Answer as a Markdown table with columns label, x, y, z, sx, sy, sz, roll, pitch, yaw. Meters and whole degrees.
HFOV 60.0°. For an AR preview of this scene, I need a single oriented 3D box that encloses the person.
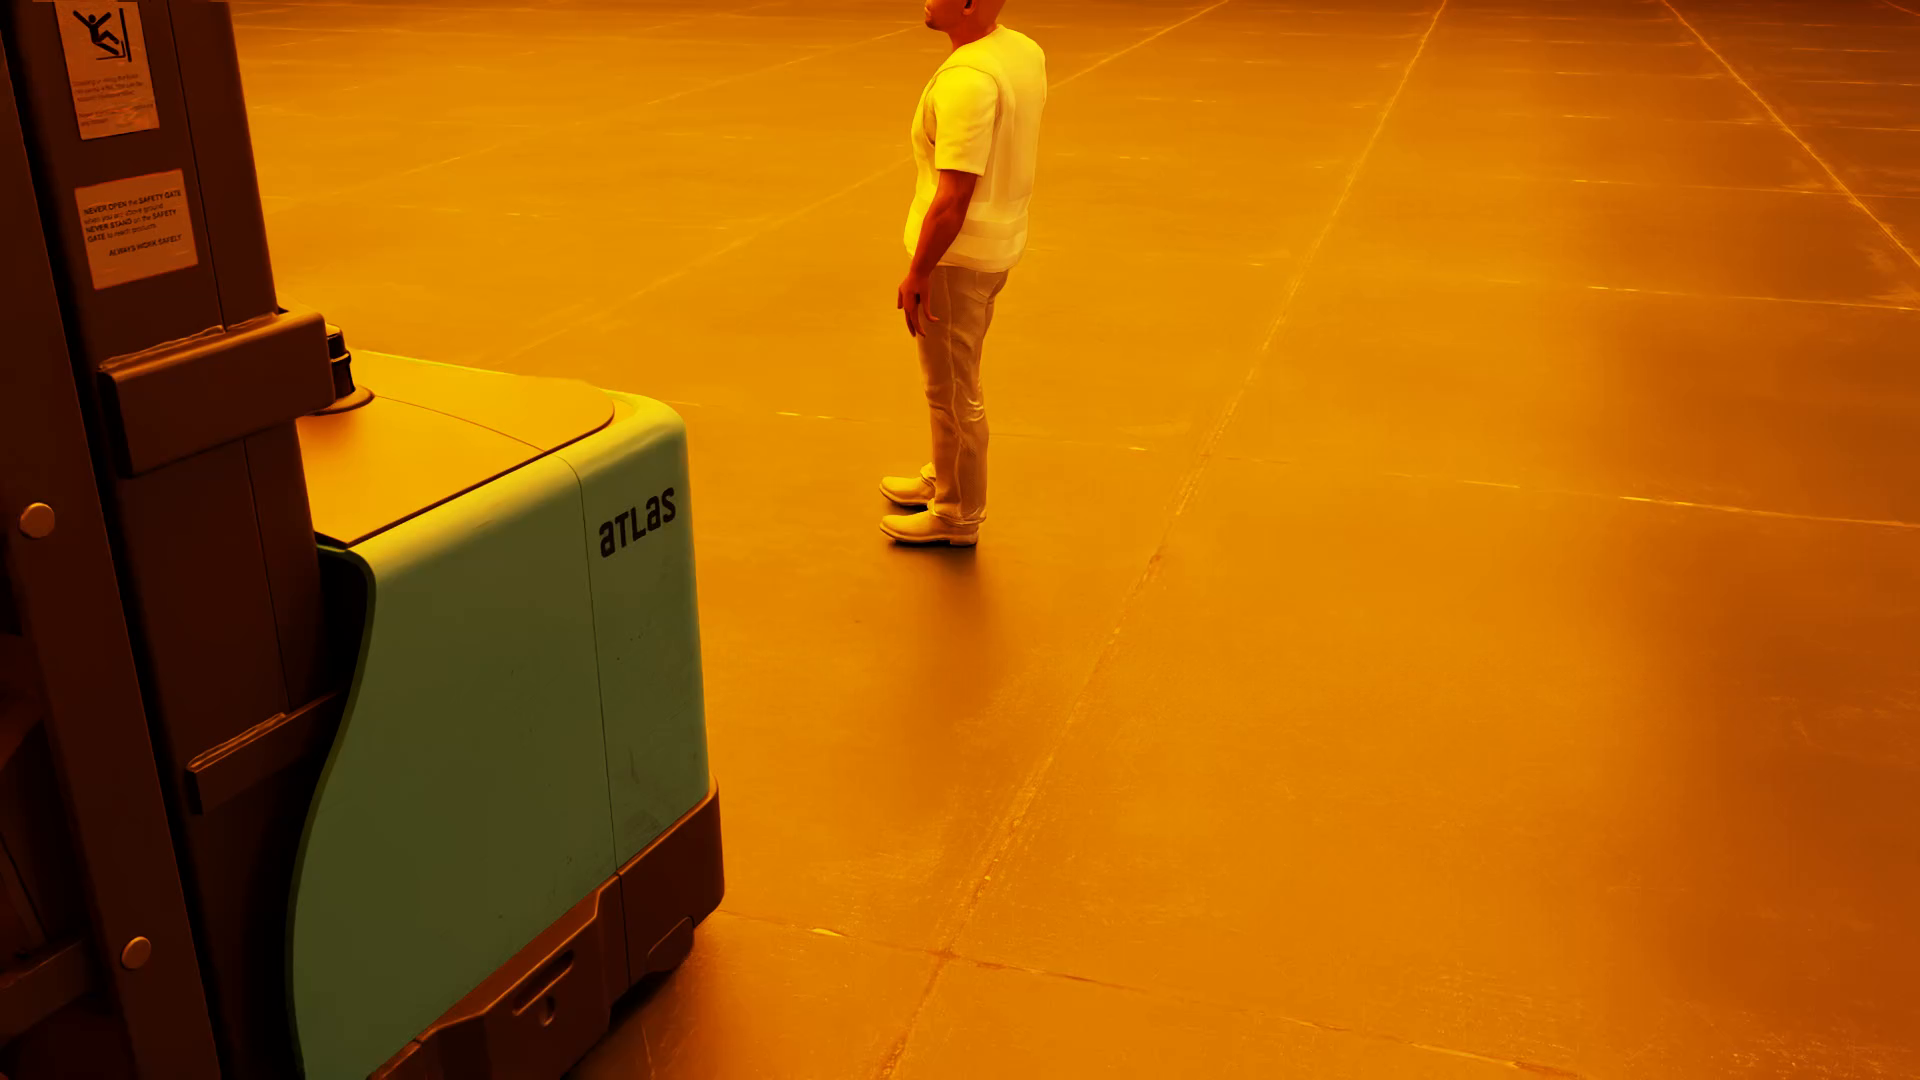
| label | x | y | z | sx | sy | sz | roll | pitch | yaw |
| --- | --- | --- | --- | --- | --- | --- | --- | --- | --- |
| person | -0.065 | -0.833 | 4.805 | 0.575 | 1.768 | 0.666 | 7 | 23 | 16 |

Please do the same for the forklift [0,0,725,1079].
| label | x | y | z | sx | sy | sz | roll | pitch | yaw |
| --- | --- | --- | --- | --- | --- | --- | --- | --- | --- |
| forklift | -1.564 | -0.183 | 1.723 | 1.130 | 2.935 | 3.031 | 11 | 25 | 24 |
